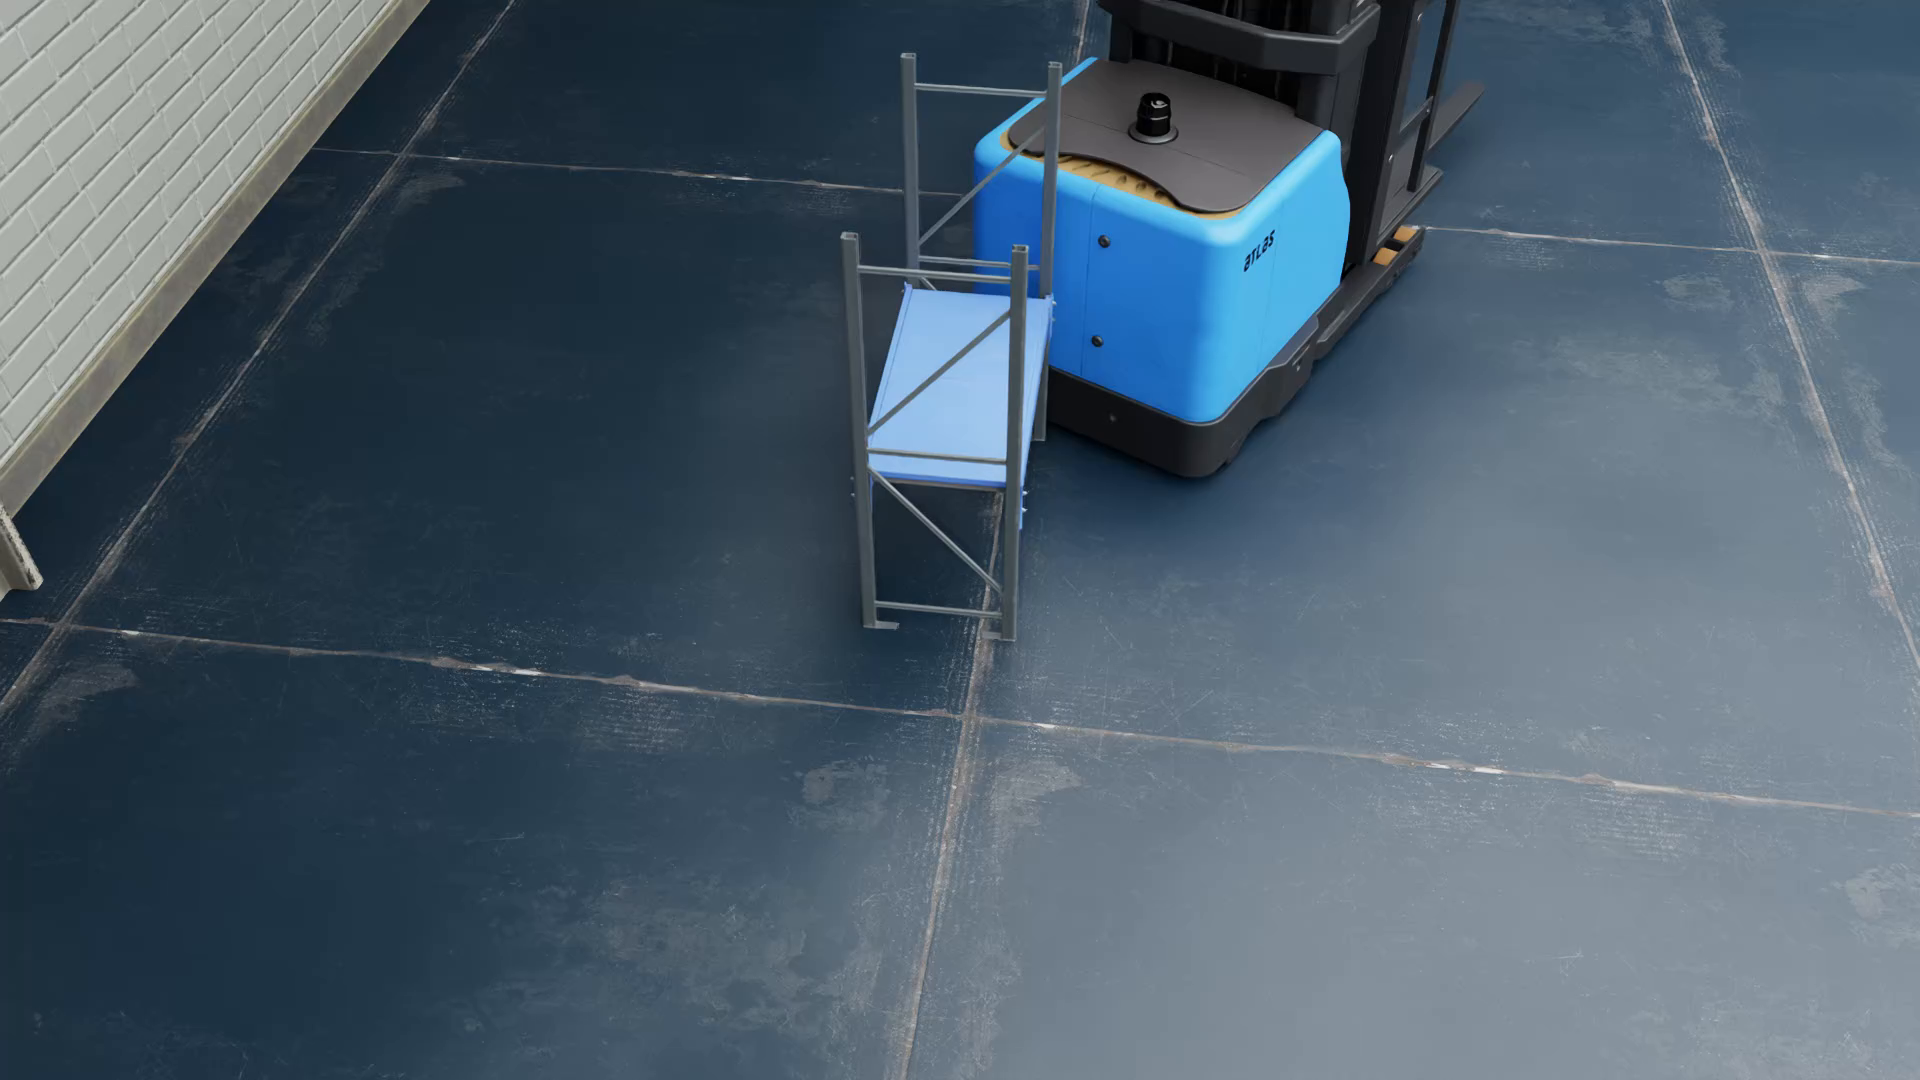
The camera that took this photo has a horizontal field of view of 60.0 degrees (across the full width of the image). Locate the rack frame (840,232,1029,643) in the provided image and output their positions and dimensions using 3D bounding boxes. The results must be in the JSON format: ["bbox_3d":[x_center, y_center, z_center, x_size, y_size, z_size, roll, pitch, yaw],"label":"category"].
[{"bbox_3d":[-0.068,-0.244,4.917,0.500,1.500,0.032,5,44,5],"label":"rack frame"}]

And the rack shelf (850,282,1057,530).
[{"bbox_3d":[-0.001,-0.460,5.407,0.538,0.185,1.000,5,44,5],"label":"rack shelf"}]

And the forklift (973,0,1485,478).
[{"bbox_3d":[1.278,-2.265,6.011,1.130,2.935,3.031,25,49,24],"label":"forklift"}]

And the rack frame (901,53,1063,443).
[{"bbox_3d":[0.066,-0.937,5.649,0.500,1.500,0.032,5,44,5],"label":"rack frame"}]

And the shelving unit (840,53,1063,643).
[{"bbox_3d":[-0.001,-0.591,5.283,0.538,1.500,1.048,5,44,5],"label":"shelving unit"}]
